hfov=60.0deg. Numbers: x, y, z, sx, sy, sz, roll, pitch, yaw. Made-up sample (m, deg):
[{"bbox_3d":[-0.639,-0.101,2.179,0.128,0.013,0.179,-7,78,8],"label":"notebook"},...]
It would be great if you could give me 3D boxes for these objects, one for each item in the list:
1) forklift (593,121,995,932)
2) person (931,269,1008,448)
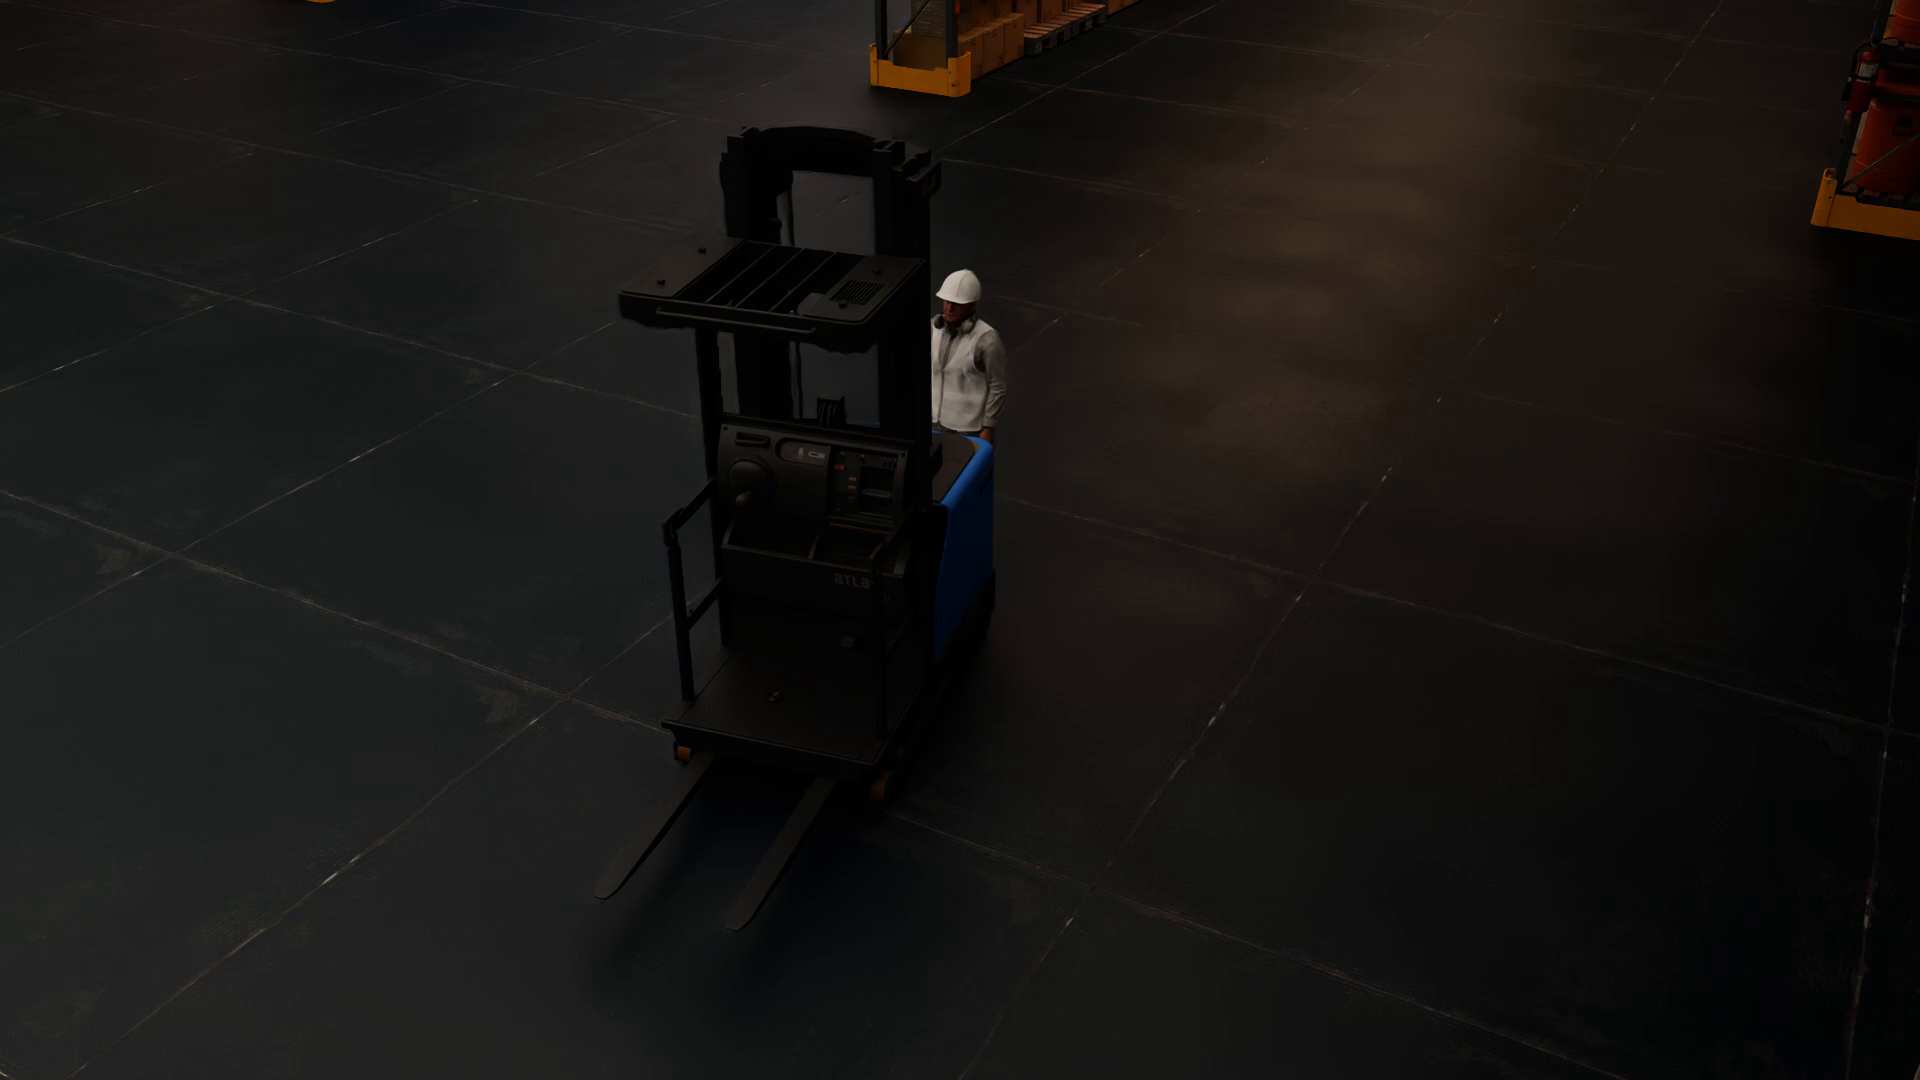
[{"bbox_3d":[-0.750,-0.250,7.504,1.130,2.935,3.031,9,31,16],"label":"forklift"},{"bbox_3d":[-0.097,-0.661,9.429,0.673,1.752,0.608,22,36,33],"label":"person"}]
